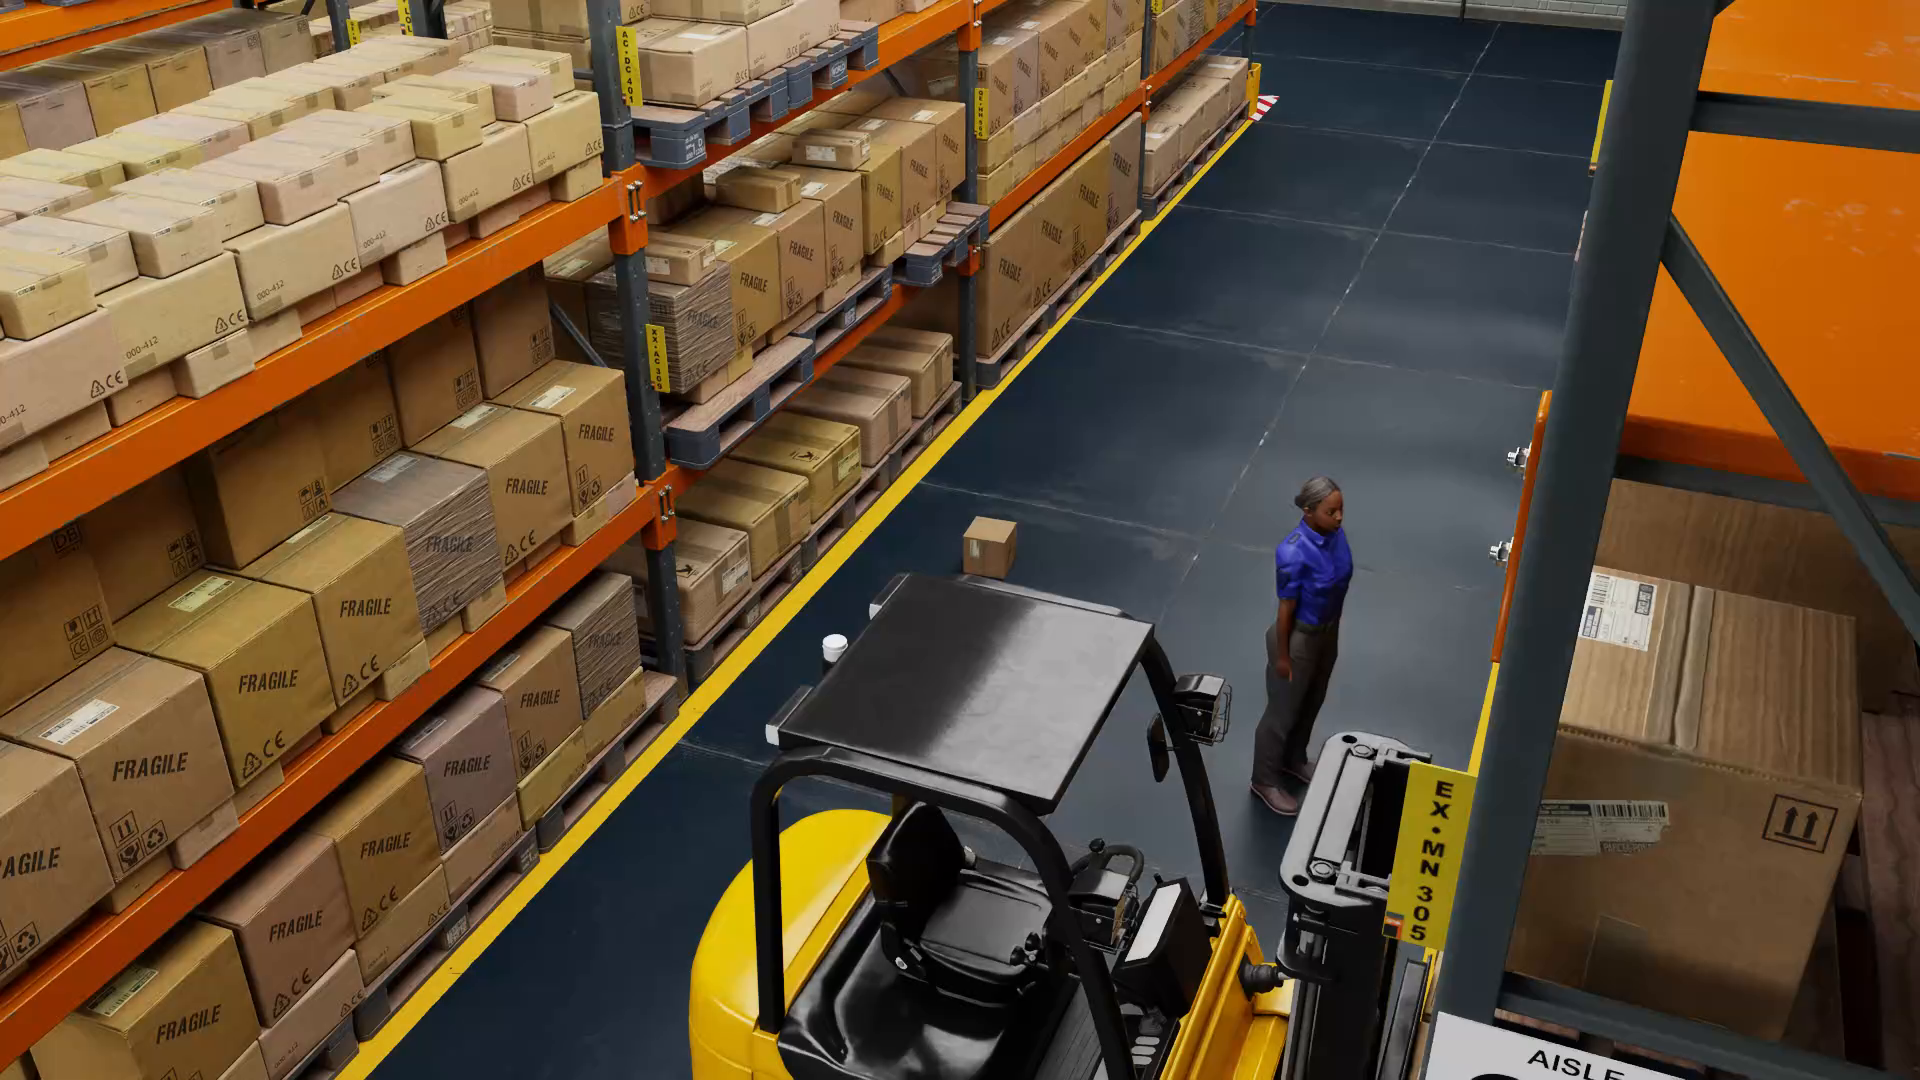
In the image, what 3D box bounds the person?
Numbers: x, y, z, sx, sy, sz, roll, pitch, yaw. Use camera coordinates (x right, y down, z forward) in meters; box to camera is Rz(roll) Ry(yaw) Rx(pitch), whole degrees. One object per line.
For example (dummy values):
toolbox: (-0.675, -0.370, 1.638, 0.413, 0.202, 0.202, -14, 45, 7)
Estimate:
person: (1.582, 0.463, 7.584, 0.319, 1.662, 0.445, 24, 38, 36)
